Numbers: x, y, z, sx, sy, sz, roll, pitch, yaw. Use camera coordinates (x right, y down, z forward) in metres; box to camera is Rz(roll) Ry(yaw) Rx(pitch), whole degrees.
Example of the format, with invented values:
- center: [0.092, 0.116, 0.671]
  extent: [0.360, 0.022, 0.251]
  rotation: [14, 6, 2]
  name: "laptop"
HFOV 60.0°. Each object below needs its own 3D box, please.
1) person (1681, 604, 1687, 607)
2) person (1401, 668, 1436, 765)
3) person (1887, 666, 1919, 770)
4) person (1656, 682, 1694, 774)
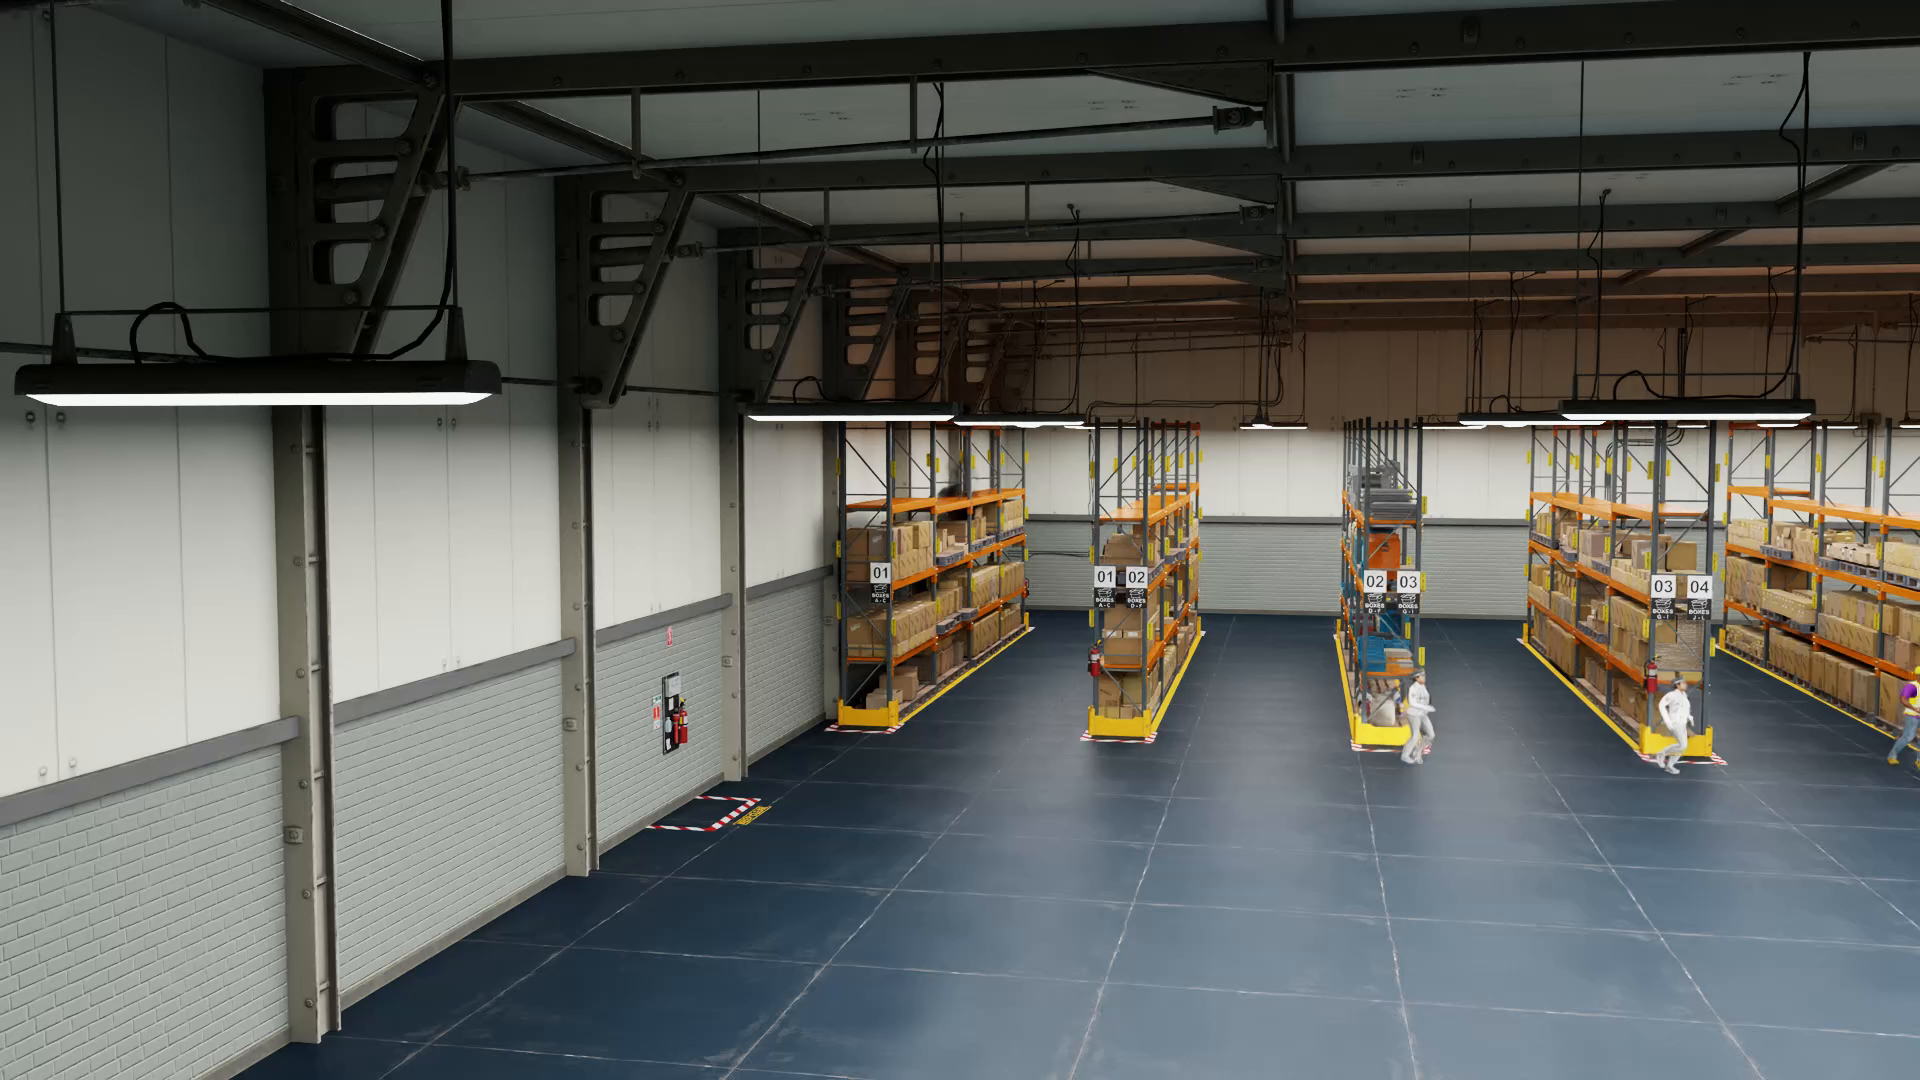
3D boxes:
- center: [19.651, 1.958, 45.072]
  extent: [0.627, 1.776, 0.667]
  rotation: [-1, 4, -9]
  name: "person"
- center: [7.913, 3.035, 28.585]
  extent: [0.638, 1.697, 0.650]
  rotation: [-4, 5, -45]
  name: "person"
- center: [16.277, 3.029, 28.260]
  extent: [0.761, 1.786, 0.690]
  rotation: [-1, 4, -16]
  name: "person"
- center: [12.093, 3.118, 28.019]
  extent: [0.656, 1.586, 0.495]
  rotation: [-3, 5, -39]
  name: "person"
